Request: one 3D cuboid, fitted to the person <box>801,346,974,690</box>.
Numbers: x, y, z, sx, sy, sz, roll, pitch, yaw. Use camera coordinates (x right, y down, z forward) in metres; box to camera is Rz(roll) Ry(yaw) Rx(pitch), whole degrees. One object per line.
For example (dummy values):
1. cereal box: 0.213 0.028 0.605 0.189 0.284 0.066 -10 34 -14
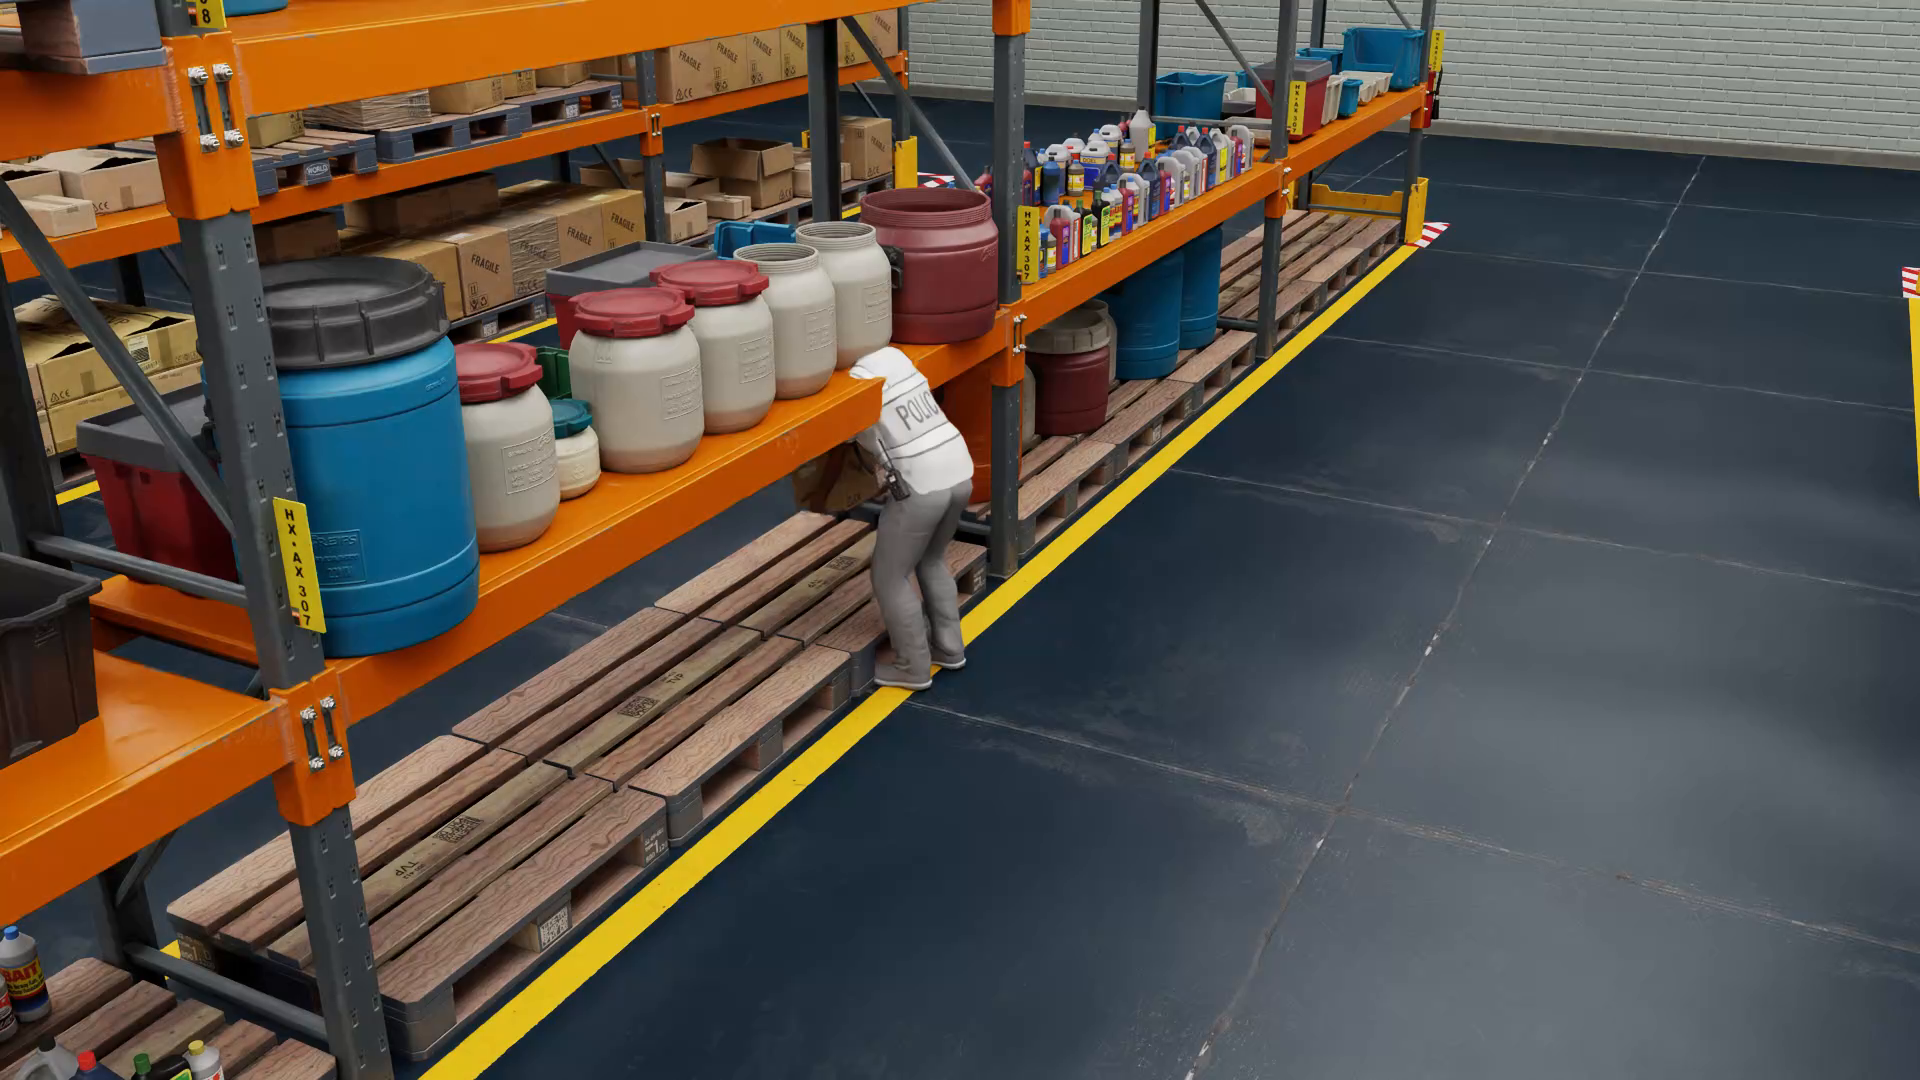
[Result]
1. person: -0.290 -0.181 6.685 0.698 1.547 0.412 13 26 28
